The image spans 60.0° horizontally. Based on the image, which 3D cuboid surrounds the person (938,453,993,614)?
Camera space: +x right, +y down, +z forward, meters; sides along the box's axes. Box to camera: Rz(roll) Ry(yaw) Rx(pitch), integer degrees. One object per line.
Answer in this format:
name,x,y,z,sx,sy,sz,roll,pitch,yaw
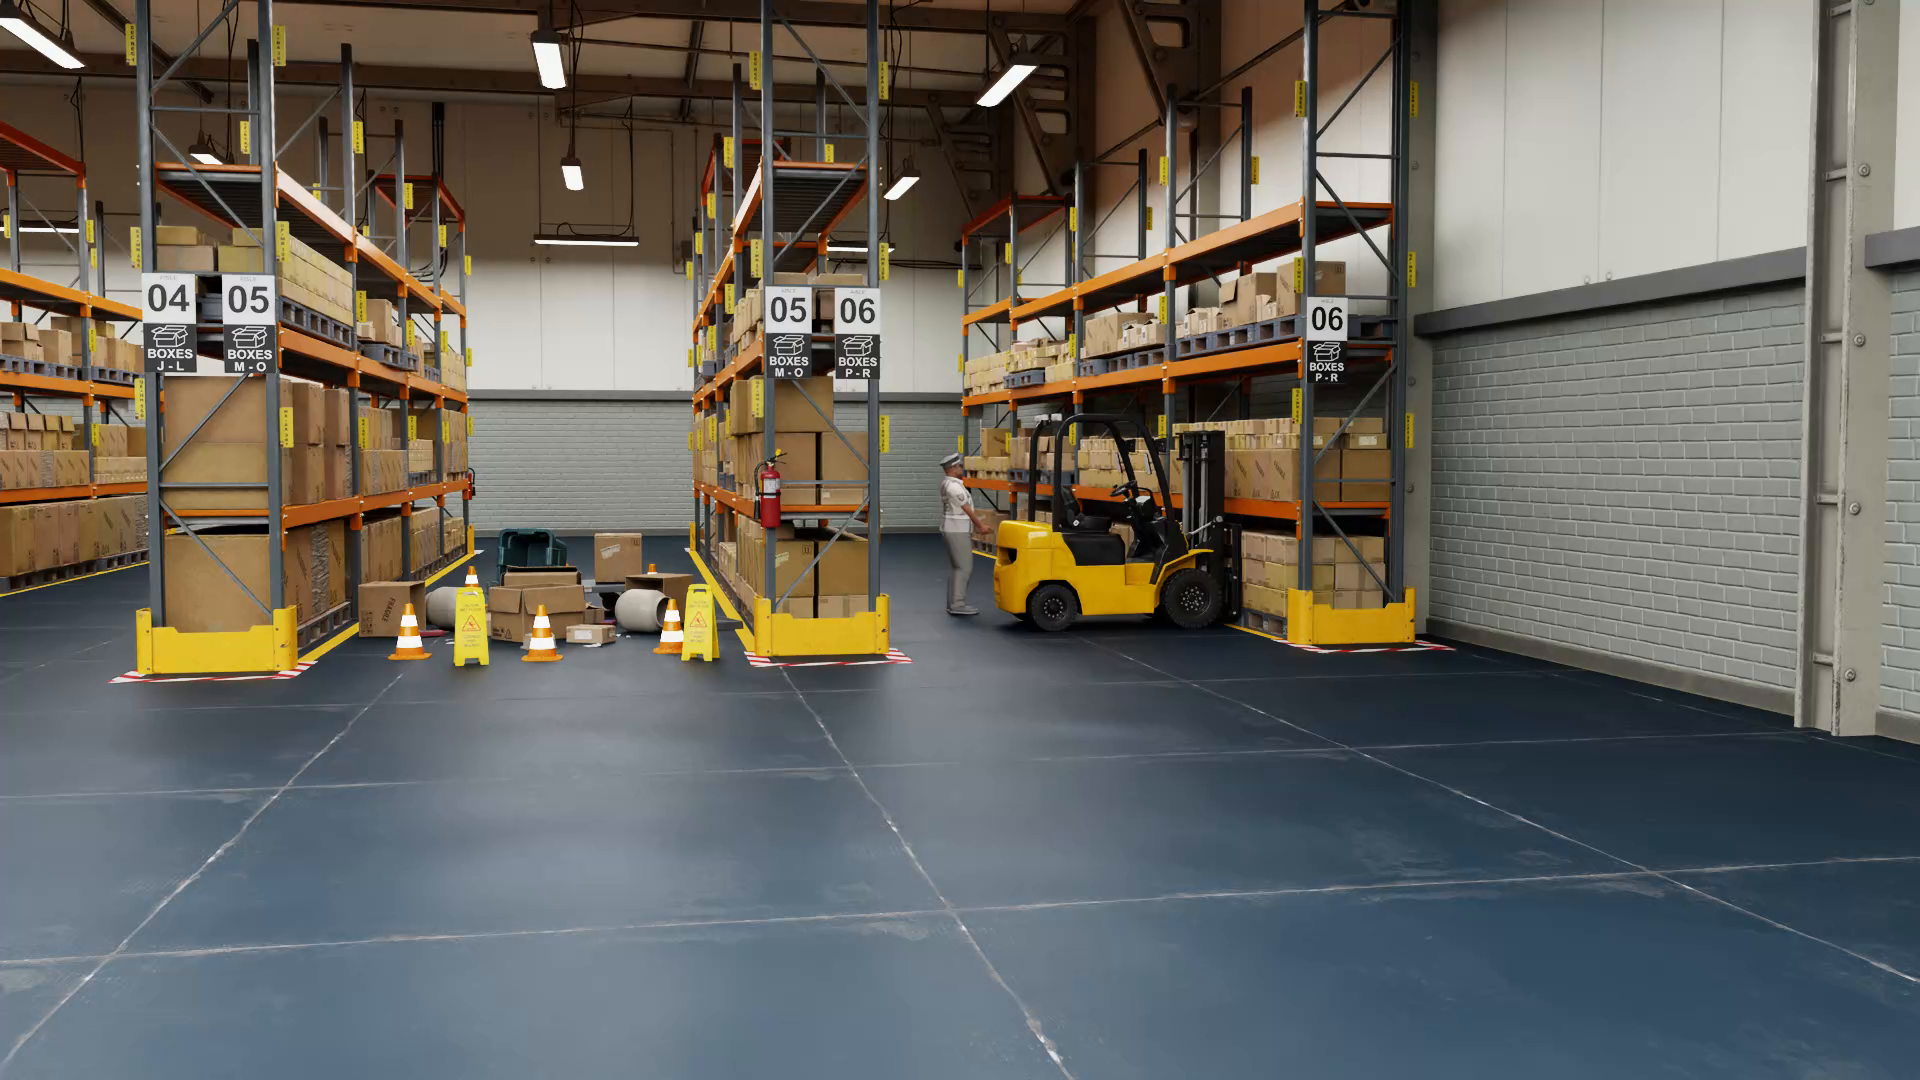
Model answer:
person,0.052,-0.074,18.301,0.572,1.763,0.494,-1,3,-11
